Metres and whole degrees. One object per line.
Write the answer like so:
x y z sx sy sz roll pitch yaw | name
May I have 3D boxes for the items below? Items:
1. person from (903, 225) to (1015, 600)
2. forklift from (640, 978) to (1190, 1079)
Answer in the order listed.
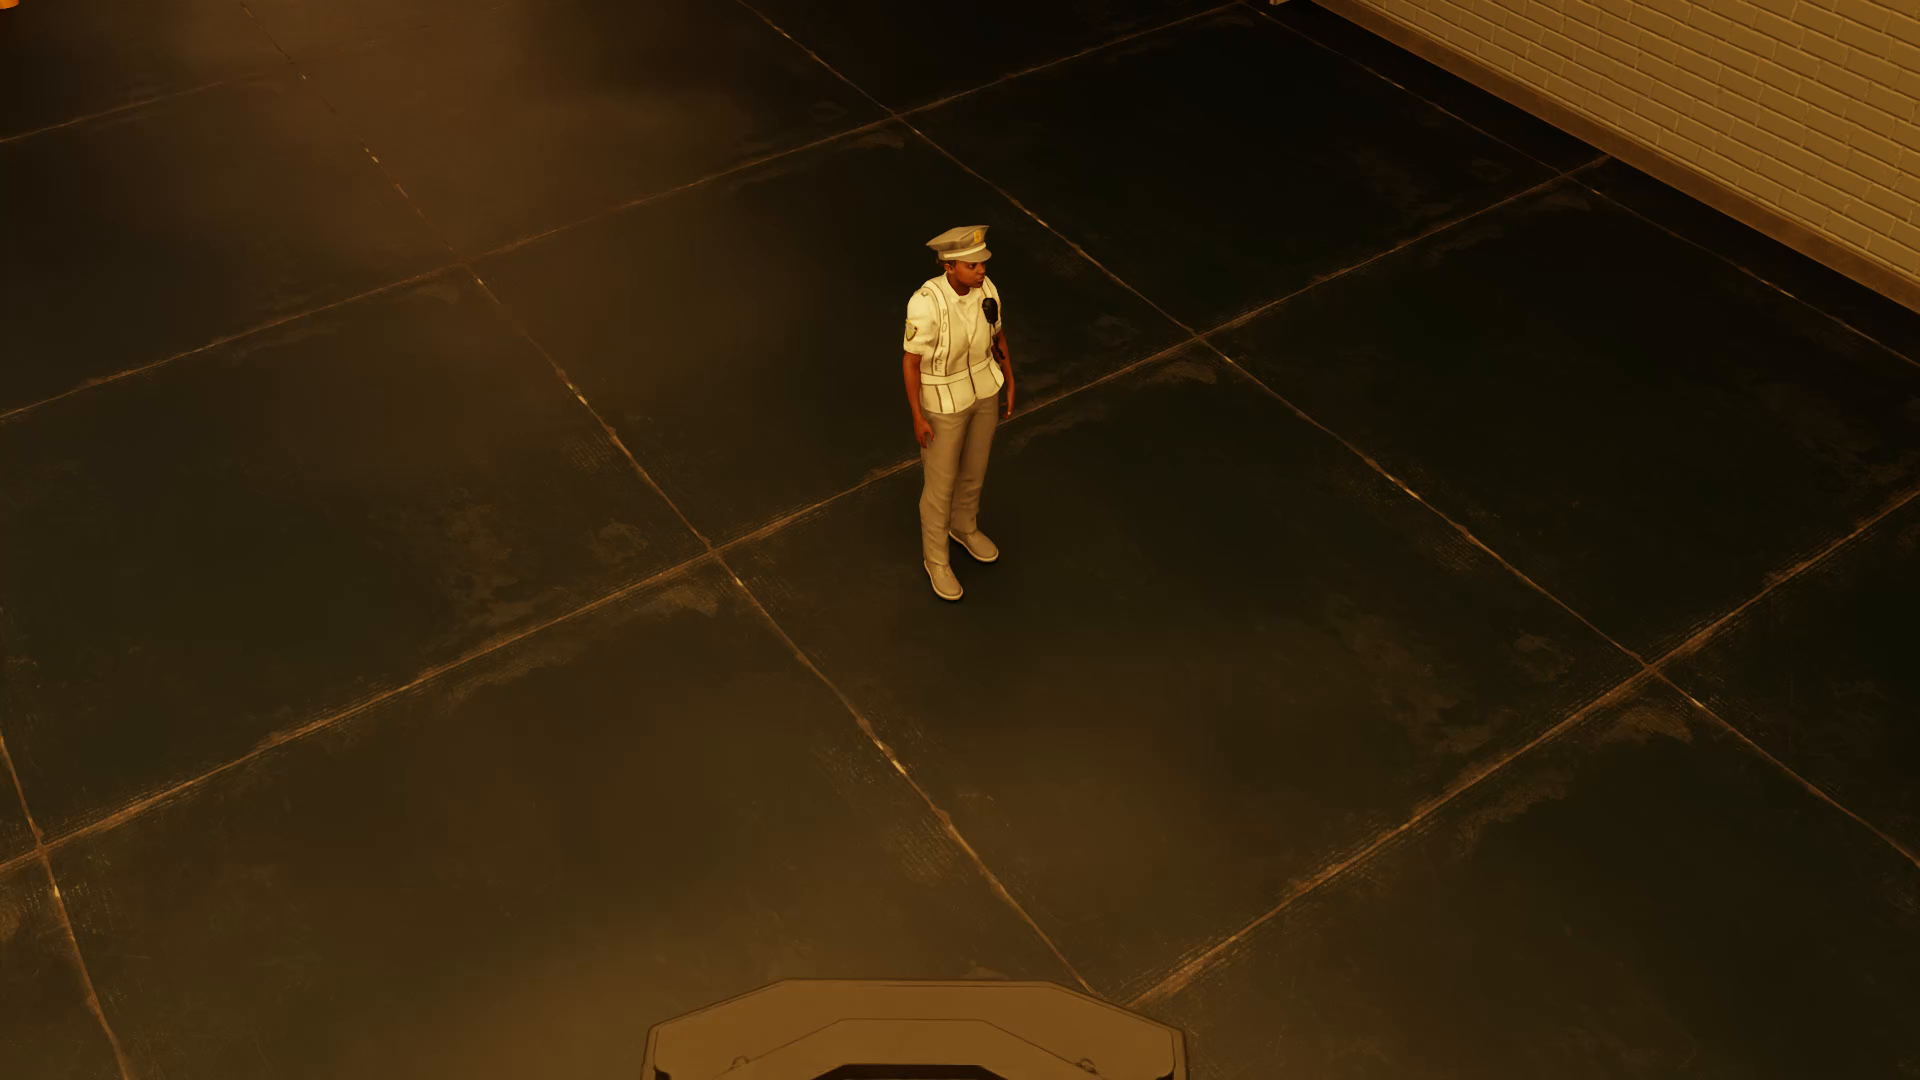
0.026 -0.579 7.246 0.569 1.695 0.530 -25 48 -25 | person
-0.082 2.304 3.215 1.130 2.935 3.031 0 43 0 | forklift
